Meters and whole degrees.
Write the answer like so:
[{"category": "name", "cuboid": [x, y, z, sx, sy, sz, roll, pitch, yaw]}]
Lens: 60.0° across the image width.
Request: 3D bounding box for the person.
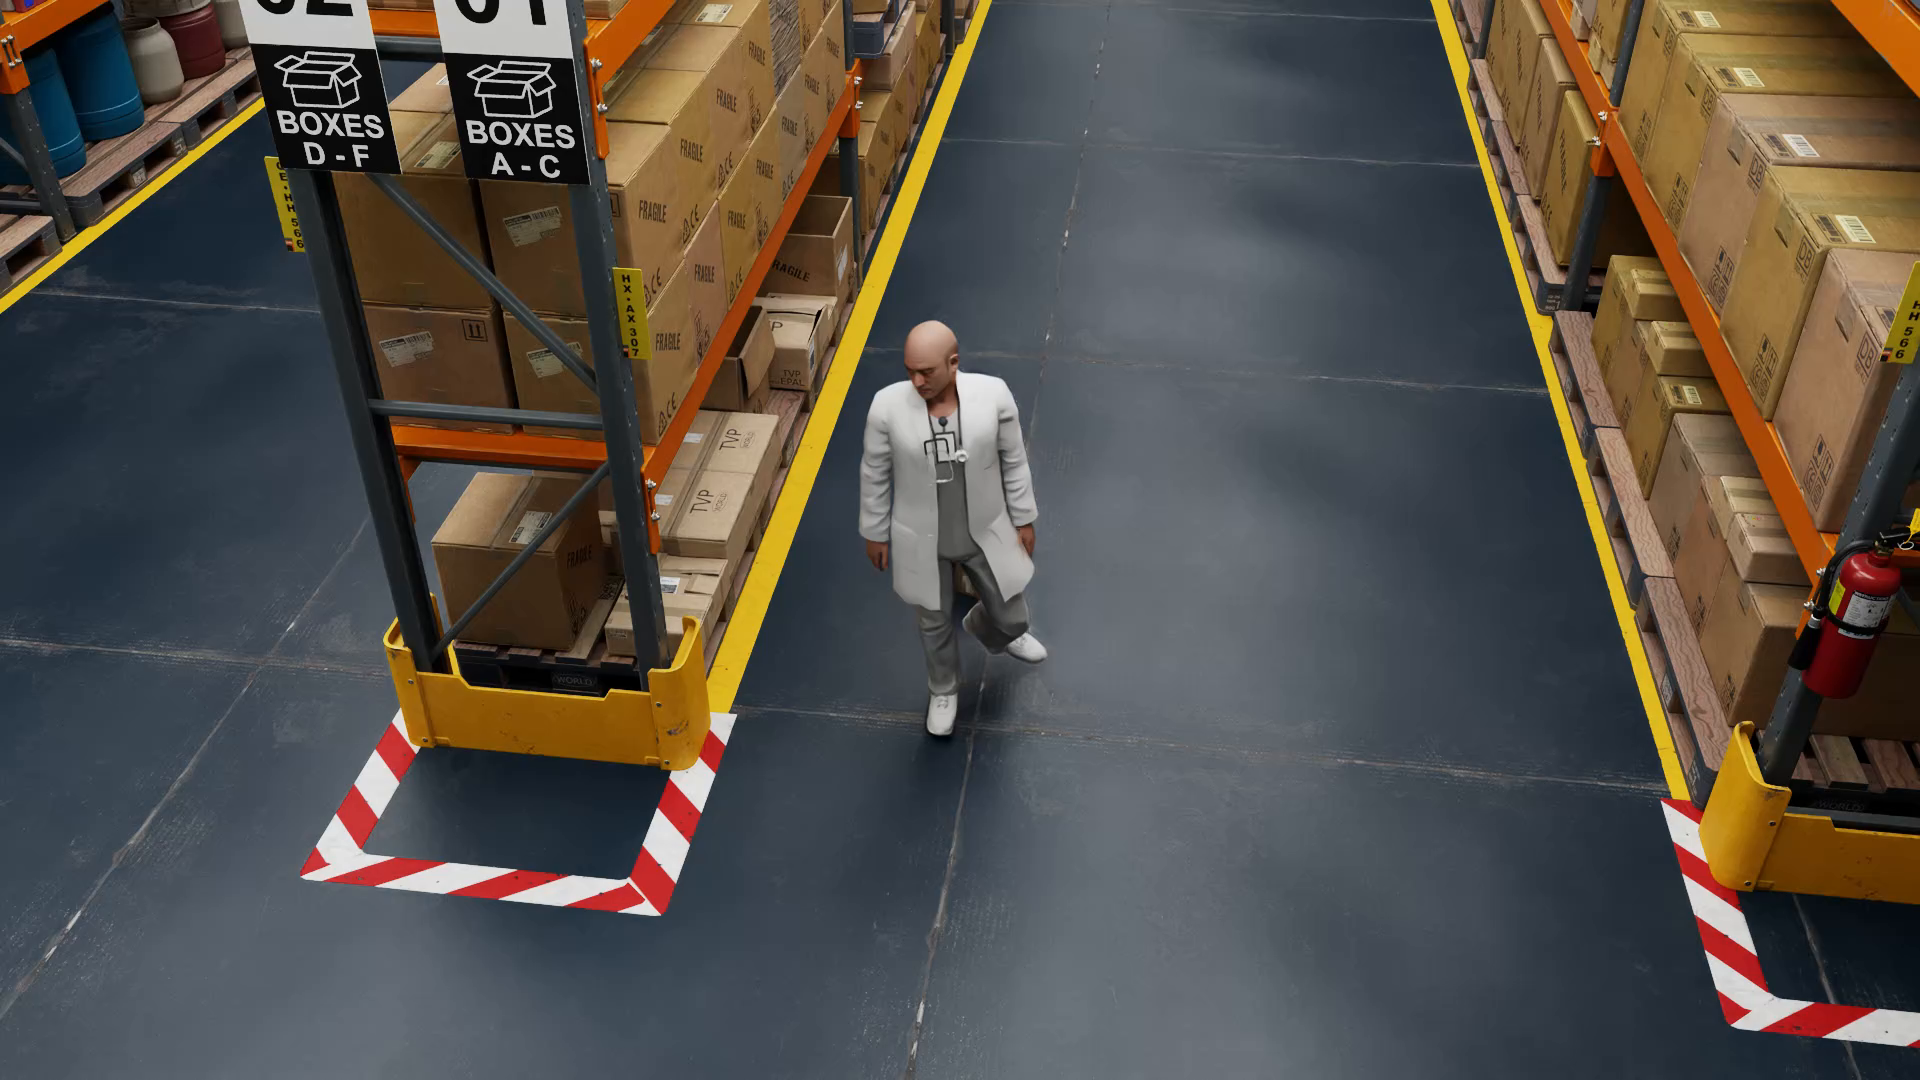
[{"category": "person", "cuboid": [-0.004, -0.065, 6.231, 0.752, 1.773, 0.560, -4, 36, -5]}]
